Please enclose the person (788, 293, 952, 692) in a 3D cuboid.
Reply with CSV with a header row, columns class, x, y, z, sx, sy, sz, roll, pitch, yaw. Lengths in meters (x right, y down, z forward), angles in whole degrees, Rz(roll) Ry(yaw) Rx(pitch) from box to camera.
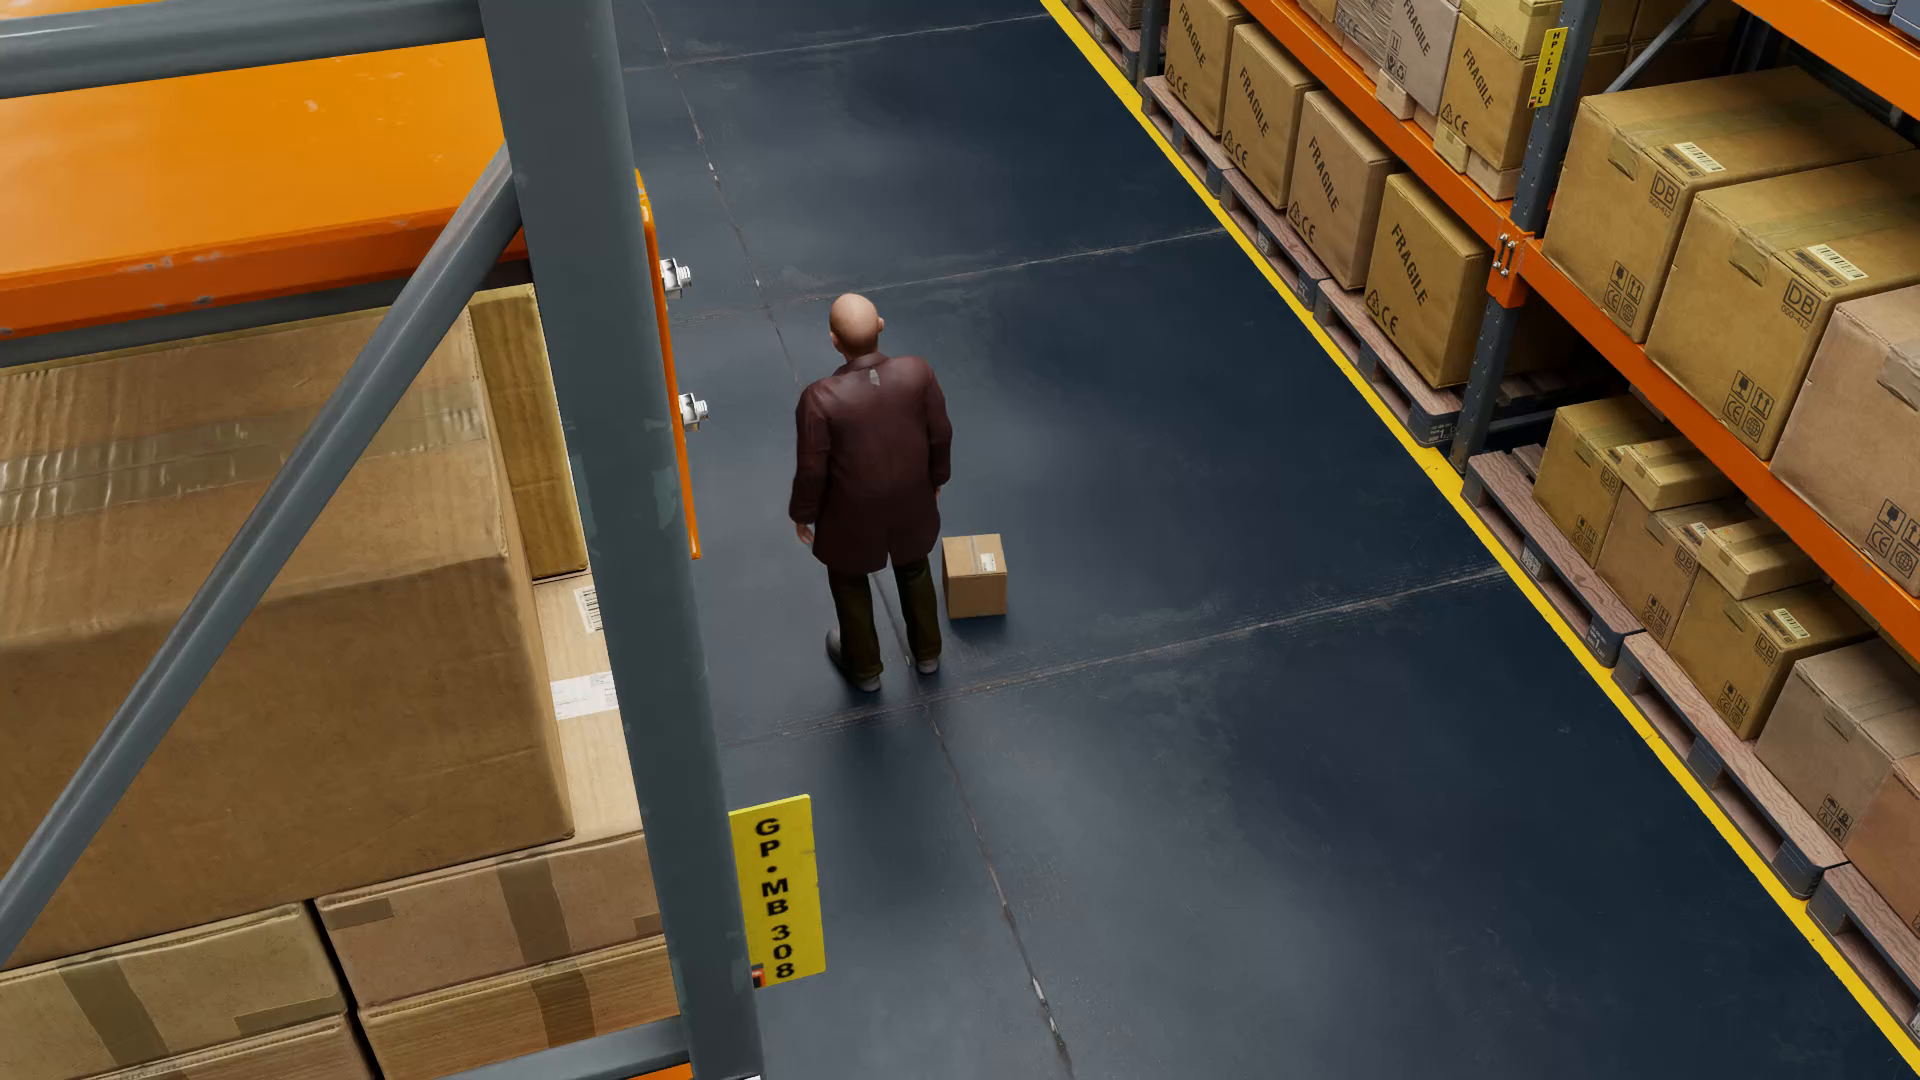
class,x,y,z,sx,sy,sz,roll,pitch,yaw
person,-0.337,-0.156,6.346,0.654,1.775,0.424,-16,44,-17
